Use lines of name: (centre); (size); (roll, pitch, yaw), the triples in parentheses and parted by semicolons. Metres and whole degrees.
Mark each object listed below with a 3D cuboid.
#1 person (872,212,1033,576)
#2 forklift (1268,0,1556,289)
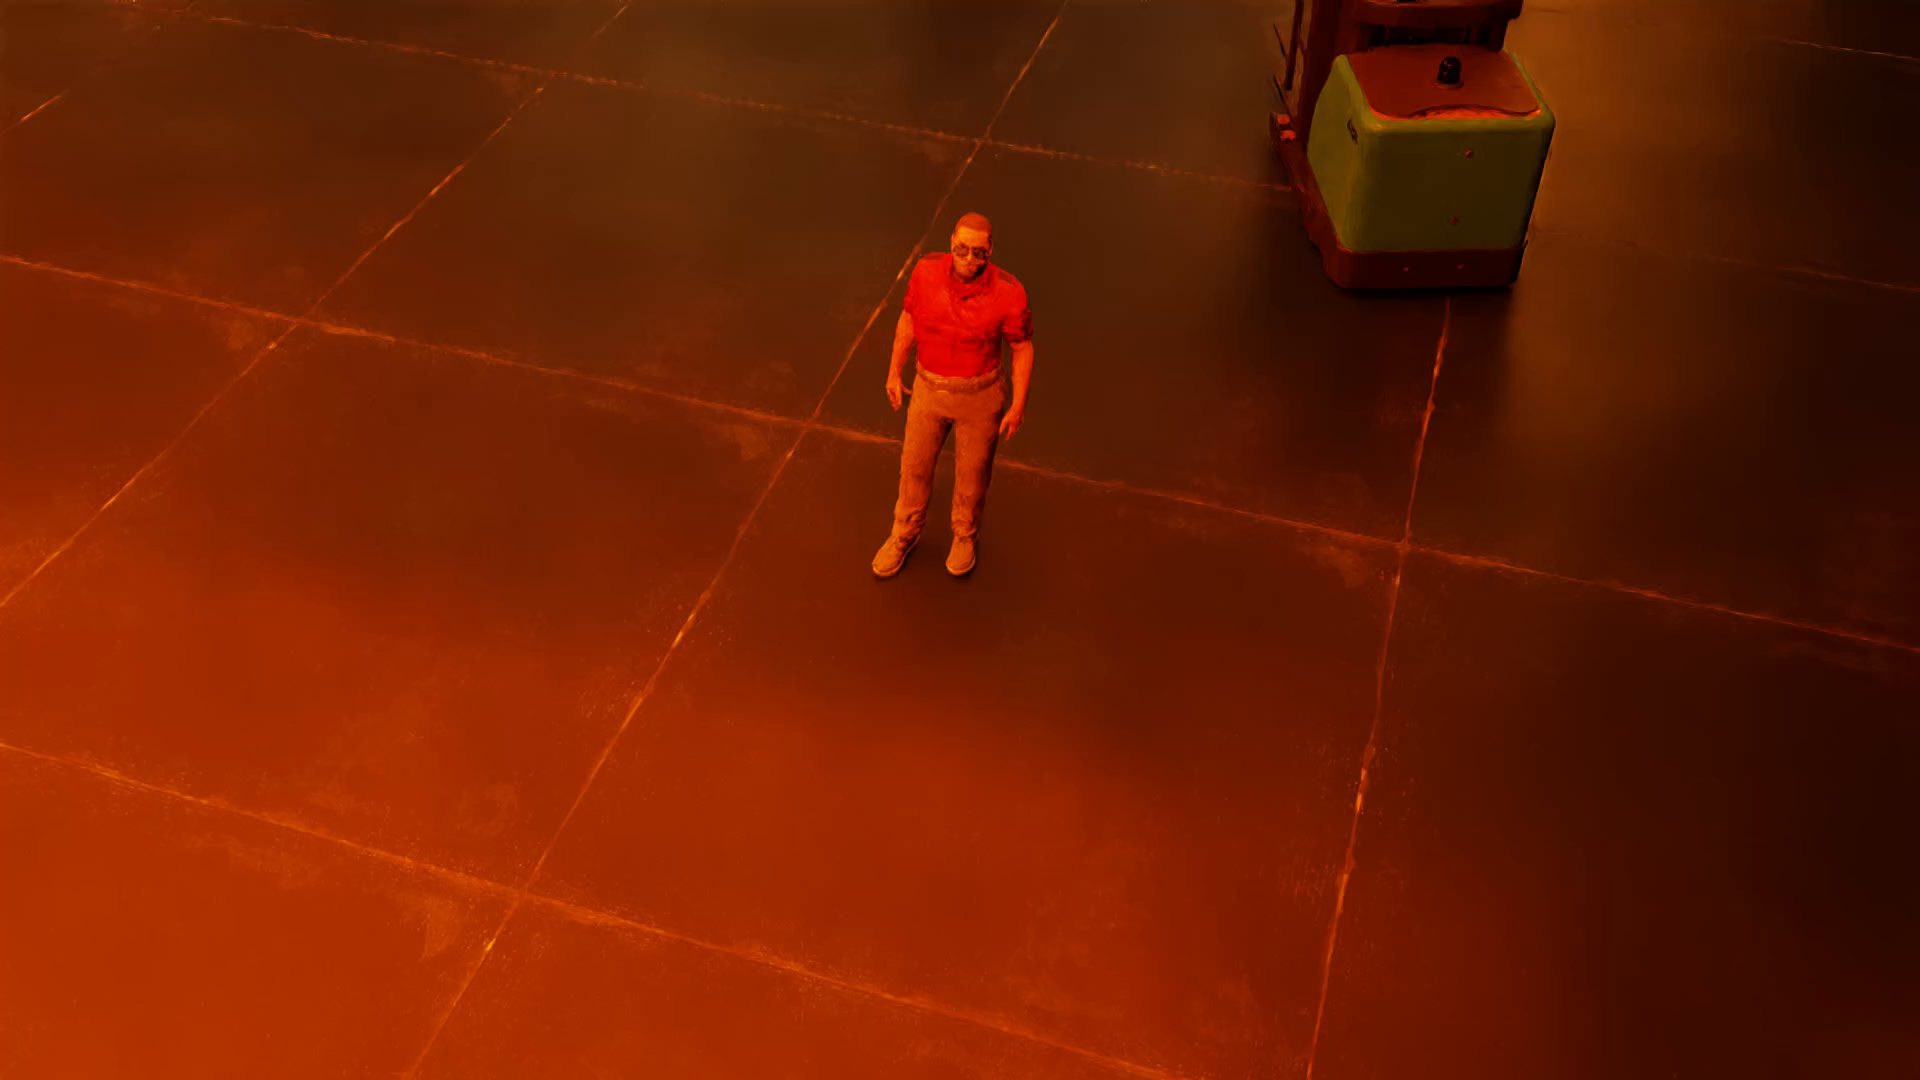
person: (-0.039, -0.582, 7.187); (0.640, 1.726, 0.550); (12, 44, 13)
forklift: (2.543, -3.456, 9.404); (1.130, 2.935, 3.031); (-2, 43, -2)
